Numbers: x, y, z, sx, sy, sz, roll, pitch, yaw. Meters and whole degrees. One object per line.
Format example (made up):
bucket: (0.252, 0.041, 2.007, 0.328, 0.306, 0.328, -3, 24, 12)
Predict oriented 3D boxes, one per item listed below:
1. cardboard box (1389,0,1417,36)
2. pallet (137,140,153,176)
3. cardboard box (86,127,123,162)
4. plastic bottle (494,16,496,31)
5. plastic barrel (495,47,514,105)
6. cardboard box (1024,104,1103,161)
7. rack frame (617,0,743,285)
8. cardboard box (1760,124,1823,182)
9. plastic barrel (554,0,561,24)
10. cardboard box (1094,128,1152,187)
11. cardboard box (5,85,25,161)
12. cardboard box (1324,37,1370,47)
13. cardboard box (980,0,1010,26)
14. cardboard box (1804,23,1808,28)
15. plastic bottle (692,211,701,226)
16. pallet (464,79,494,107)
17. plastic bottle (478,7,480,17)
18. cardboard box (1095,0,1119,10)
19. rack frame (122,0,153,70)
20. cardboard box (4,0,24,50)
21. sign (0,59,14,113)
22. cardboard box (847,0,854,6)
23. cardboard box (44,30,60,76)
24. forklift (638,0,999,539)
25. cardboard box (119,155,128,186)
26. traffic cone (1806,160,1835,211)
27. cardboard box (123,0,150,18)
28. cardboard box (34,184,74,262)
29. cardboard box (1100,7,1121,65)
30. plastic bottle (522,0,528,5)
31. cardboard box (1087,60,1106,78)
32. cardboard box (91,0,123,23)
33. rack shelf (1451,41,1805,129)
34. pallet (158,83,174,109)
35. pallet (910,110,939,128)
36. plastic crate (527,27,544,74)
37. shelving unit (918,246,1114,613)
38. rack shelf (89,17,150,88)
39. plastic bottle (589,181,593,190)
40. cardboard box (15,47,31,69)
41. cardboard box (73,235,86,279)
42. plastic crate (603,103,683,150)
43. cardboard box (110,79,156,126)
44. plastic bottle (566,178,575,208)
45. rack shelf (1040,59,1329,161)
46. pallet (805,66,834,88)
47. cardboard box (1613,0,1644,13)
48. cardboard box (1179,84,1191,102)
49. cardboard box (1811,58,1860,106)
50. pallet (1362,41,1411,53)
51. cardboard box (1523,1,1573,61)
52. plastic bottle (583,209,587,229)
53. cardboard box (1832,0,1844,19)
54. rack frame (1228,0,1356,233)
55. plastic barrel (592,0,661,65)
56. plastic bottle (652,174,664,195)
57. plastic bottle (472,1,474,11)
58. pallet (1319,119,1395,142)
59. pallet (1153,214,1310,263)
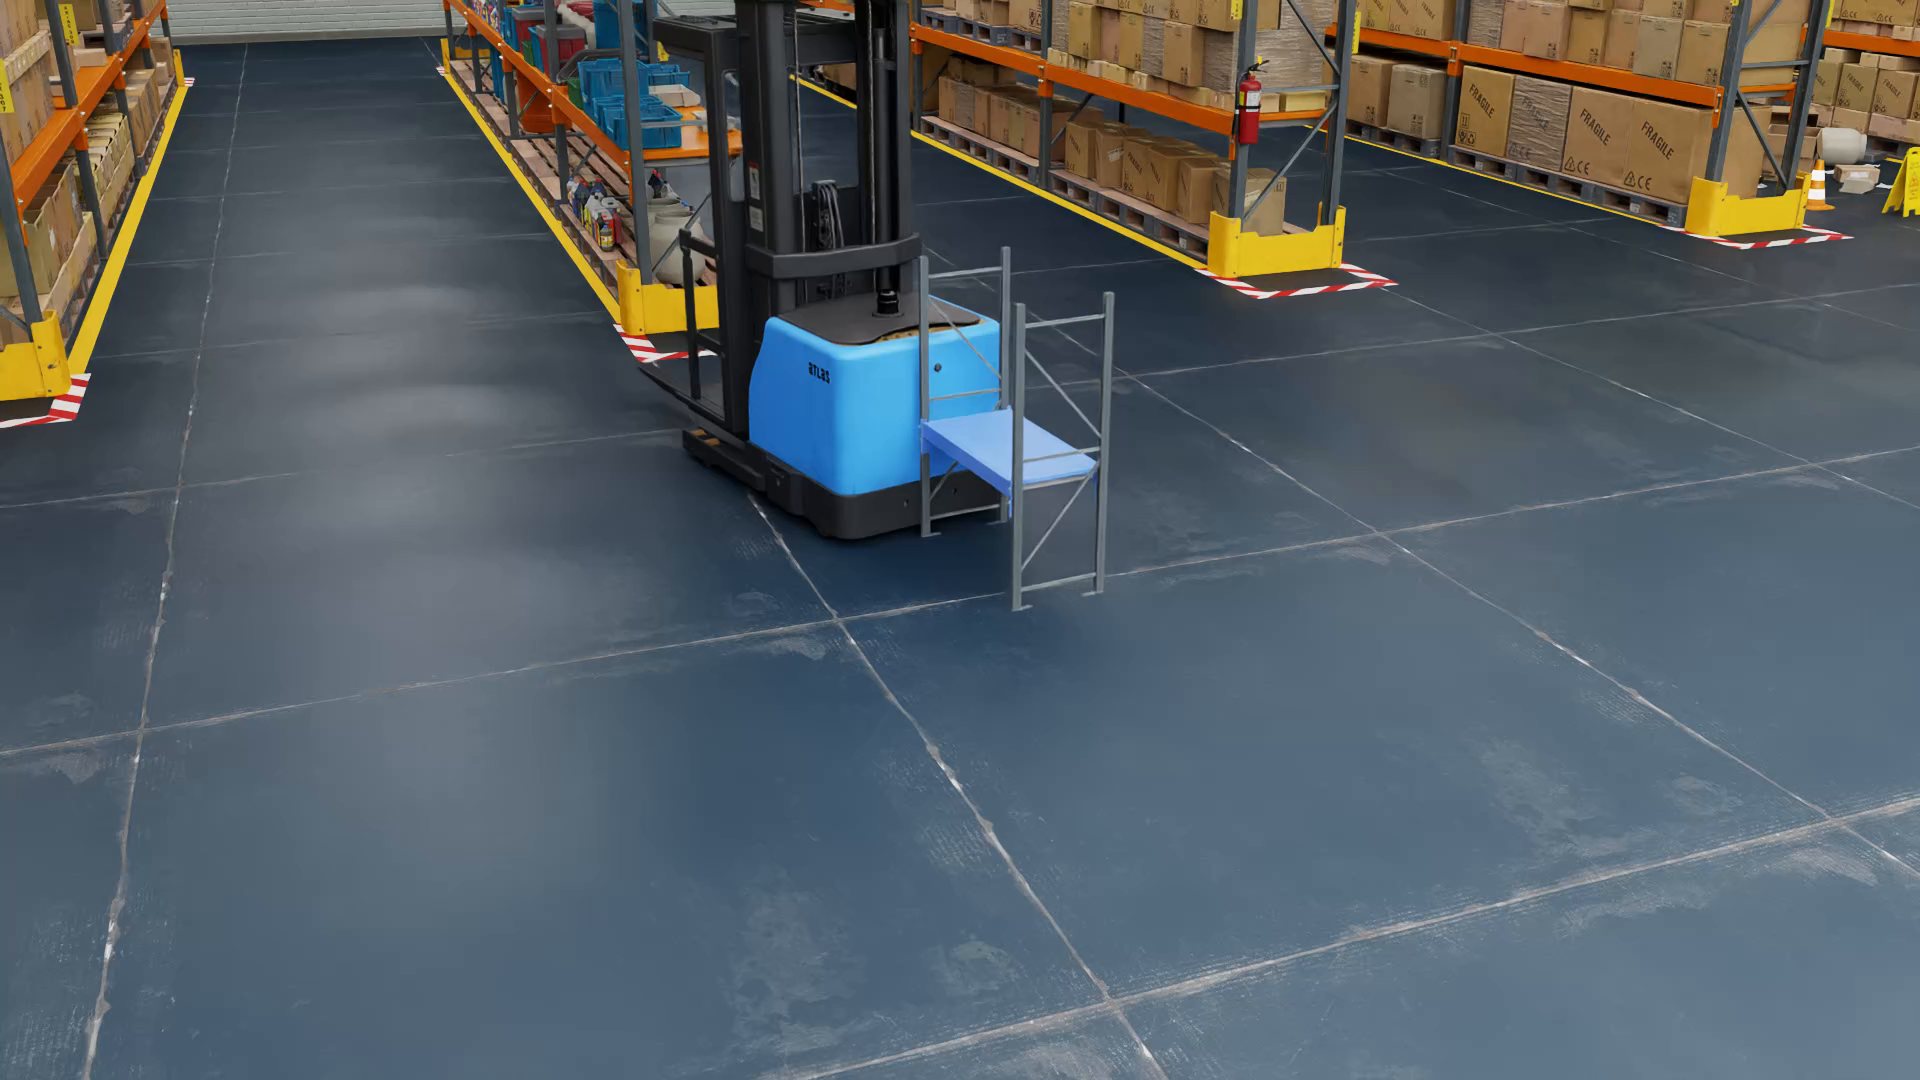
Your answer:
cardboard box: (5.379, -6.173, 19.404, 0.500, 0.500, 0.500, -9, 24, -20)
pallet: (-9.594, -4.233, 18.522, 1.003, 0.211, 1.213, -8, 24, -19)
cardboard box: (-8.585, -3.898, 16.415, 0.500, 0.311, 0.500, -9, 24, -19)
plastic bottle: (-5.481, -6.151, 19.738, 0.097, 0.201, 0.097, 0, 23, 0)
plastic barrel: (-5.717, -6.143, 21.623, 0.600, 0.901, 0.708, -8, 24, -19)
cardboard box: (1.119, -4.423, 18.034, 0.700, 0.500, 0.500, -10, 25, -23)
rack frame: (-1.904, -3.013, 12.037, 1.000, 3.000, 0.127, -8, 24, -19)
cardboard box: (9.011, -4.193, 18.050, 0.637, 0.503, 0.797, 12, 26, 27)
plastic barrel: (-4.283, -5.856, 18.606, 0.600, 0.536, 0.708, -8, 24, -19)
cardboard box: (1.630, -3.830, 16.652, 0.500, 0.500, 0.500, -1, 23, -2)
cardboard box: (-7.053, -2.924, 11.696, 0.700, 0.500, 0.500, -8, 24, -19)
cardboard box: (4.710, -6.167, 21.875, 1.050, 0.750, 0.750, -9, 24, -20)
cardboard box: (0.617, -6.004, 18.460, 0.797, 0.503, 0.637, -6, 24, -14)
cardboard box: (10.399, -6.232, 19.997, 0.380, 0.149, 0.250, -8, 24, -19)
plastic bottle: (-2.253, -2.660, 14.146, 0.097, 0.271, 0.097, 0, 23, 0)
pallet: (-6.440, -6.350, 23.545, 1.003, 0.211, 1.213, -8, 24, -19)
plastic bottle: (-6.123, -6.812, 21.305, 0.097, 0.201, 0.097, 0, 23, 0)
cardboard box: (1.592, -5.228, 15.494, 0.500, 0.500, 0.500, -8, 24, -19)
rack frame: (-10.779, -6.695, 20.773, 1.000, 3.000, 0.127, -8, 24, -19)
cardboard box: (-7.434, -3.906, 12.357, 0.700, 0.500, 0.500, -8, 24, -19)
sign: (-6.018, -2.844, 10.420, 0.100, 0.325, 0.005, -8, 24, -19)
cardboard box: (-1.226, -7.533, 22.632, 0.500, 0.500, 0.500, -9, 24, -20)
cardboard box: (-8.395, -4.307, 14.978, 0.500, 0.500, 0.500, -7, 24, -15)
forklift: (-0.996, -1.873, 9.419, 1.130, 2.935, 3.031, -14, 27, -31)
cardboard box: (-8.591, -3.641, 16.525, 0.500, 0.250, 0.500, -8, 24, -18)
traffic cone: (8.546, -3.555, 16.590, 0.336, 0.463, 0.334, -8, 24, -19)
cardboard box: (-10.704, -6.964, 21.281, 0.500, 0.500, 0.500, -8, 24, -18)
cardboard box: (-7.048, -2.378, 12.563, 0.500, 0.500, 0.500, -8, 24, -19)
cardboard box: (1.832, -4.803, 15.772, 0.875, 0.500, 0.500, -8, 24, -19)
plastic bottle: (-5.582, -6.975, 21.499, 0.144, 0.351, 0.185, -8, 24, -19)
cardboard box: (1.448, -4.545, 15.996, 0.380, 0.149, 0.250, -8, 24, -19)
cardboard box: (-9.838, -6.053, 18.580, 0.700, 0.500, 0.500, -4, 23, -9)
rack shelf: (6.699, -4.732, 17.041, 1.077, 0.370, 4.000, -8, 24, -19)
pallet: (-11.455, -6.104, 22.960, 1.003, 0.211, 1.213, -8, 24, -19)
pallet: (-0.305, -5.611, 21.792, 1.003, 0.211, 1.213, -8, 24, -19)
plastic crate: (-3.998, -4.817, 16.338, 0.392, 0.384, 0.575, -8, 24, -19)
shelving unit: (0.246, -0.569, 8.170, 0.538, 1.500, 1.048, -11, 25, -24)
rack shelf: (-10.072, -5.637, 19.188, 1.077, 0.370, 4.000, -8, 24, -19)
plastic bottle: (-3.376, -3.143, 15.275, 0.061, 0.283, 0.133, -8, 24, -19)
cardboard box: (-7.209, -3.602, 12.471, 0.380, 0.149, 0.250, -8, 24, -17)
cardboard box: (-7.227, -2.214, 13.139, 0.500, 0.250, 0.500, -8, 24, -19)
plastic crate: (-2.361, -3.085, 12.400, 0.499, 0.251, 0.616, -8, 24, -19)
cardboard box: (-9.993, -5.243, 19.979, 0.500, 0.500, 0.500, -8, 24, -18)
plastic bottle: (-3.615, -3.236, 15.512, 0.097, 0.271, 0.097, 0, 23, 0)
rack shelf: (2.023, -4.088, 15.513, 1.077, 0.370, 4.000, -8, 24, -19)
pallet: (-1.705, -7.055, 25.217, 1.003, 0.211, 1.213, -8, 24, -19)
cardboard box: (6.959, -5.453, 16.242, 0.875, 0.550, 0.550, -8, 24, -19)
cardboard box: (2.137, -3.920, 14.512, 0.380, 0.149, 0.250, -8, 24, -19)
cardboard box: (10.543, -5.526, 20.034, 0.500, 0.500, 0.500, -7, 24, -16)
pallet: (7.566, -8.415, 28.443, 1.003, 0.211, 1.213, -8, 24, -19)
cardboard box: (6.430, -5.318, 17.311, 0.875, 0.550, 0.550, -8, 24, -19)
plastic bottle: (-3.276, -2.855, 14.698, 0.097, 0.201, 0.097, 0, 23, 0)
cardboard box: (10.482, -6.491, 19.776, 0.500, 0.500, 0.500, -8, 24, -19)
rack frame: (2.729, -3.693, 13.649, 1.000, 3.000, 0.127, -8, 24, -19)
plastic barrel: (-3.170, -4.880, 15.820, 0.600, 0.901, 0.708, -8, 24, -19)
plastic bottle: (-2.752, -3.185, 15.288, 0.144, 0.351, 0.185, -10, 25, -22)
plastic bottle: (-6.413, -7.128, 21.950, 0.061, 0.283, 0.133, -8, 24, -19)
pallet: (5.214, -5.219, 20.861, 1.003, 0.211, 1.213, -8, 24, -19)
pallet: (2.449, -2.735, 14.968, 1.003, 0.211, 1.213, -8, 24, -19)
